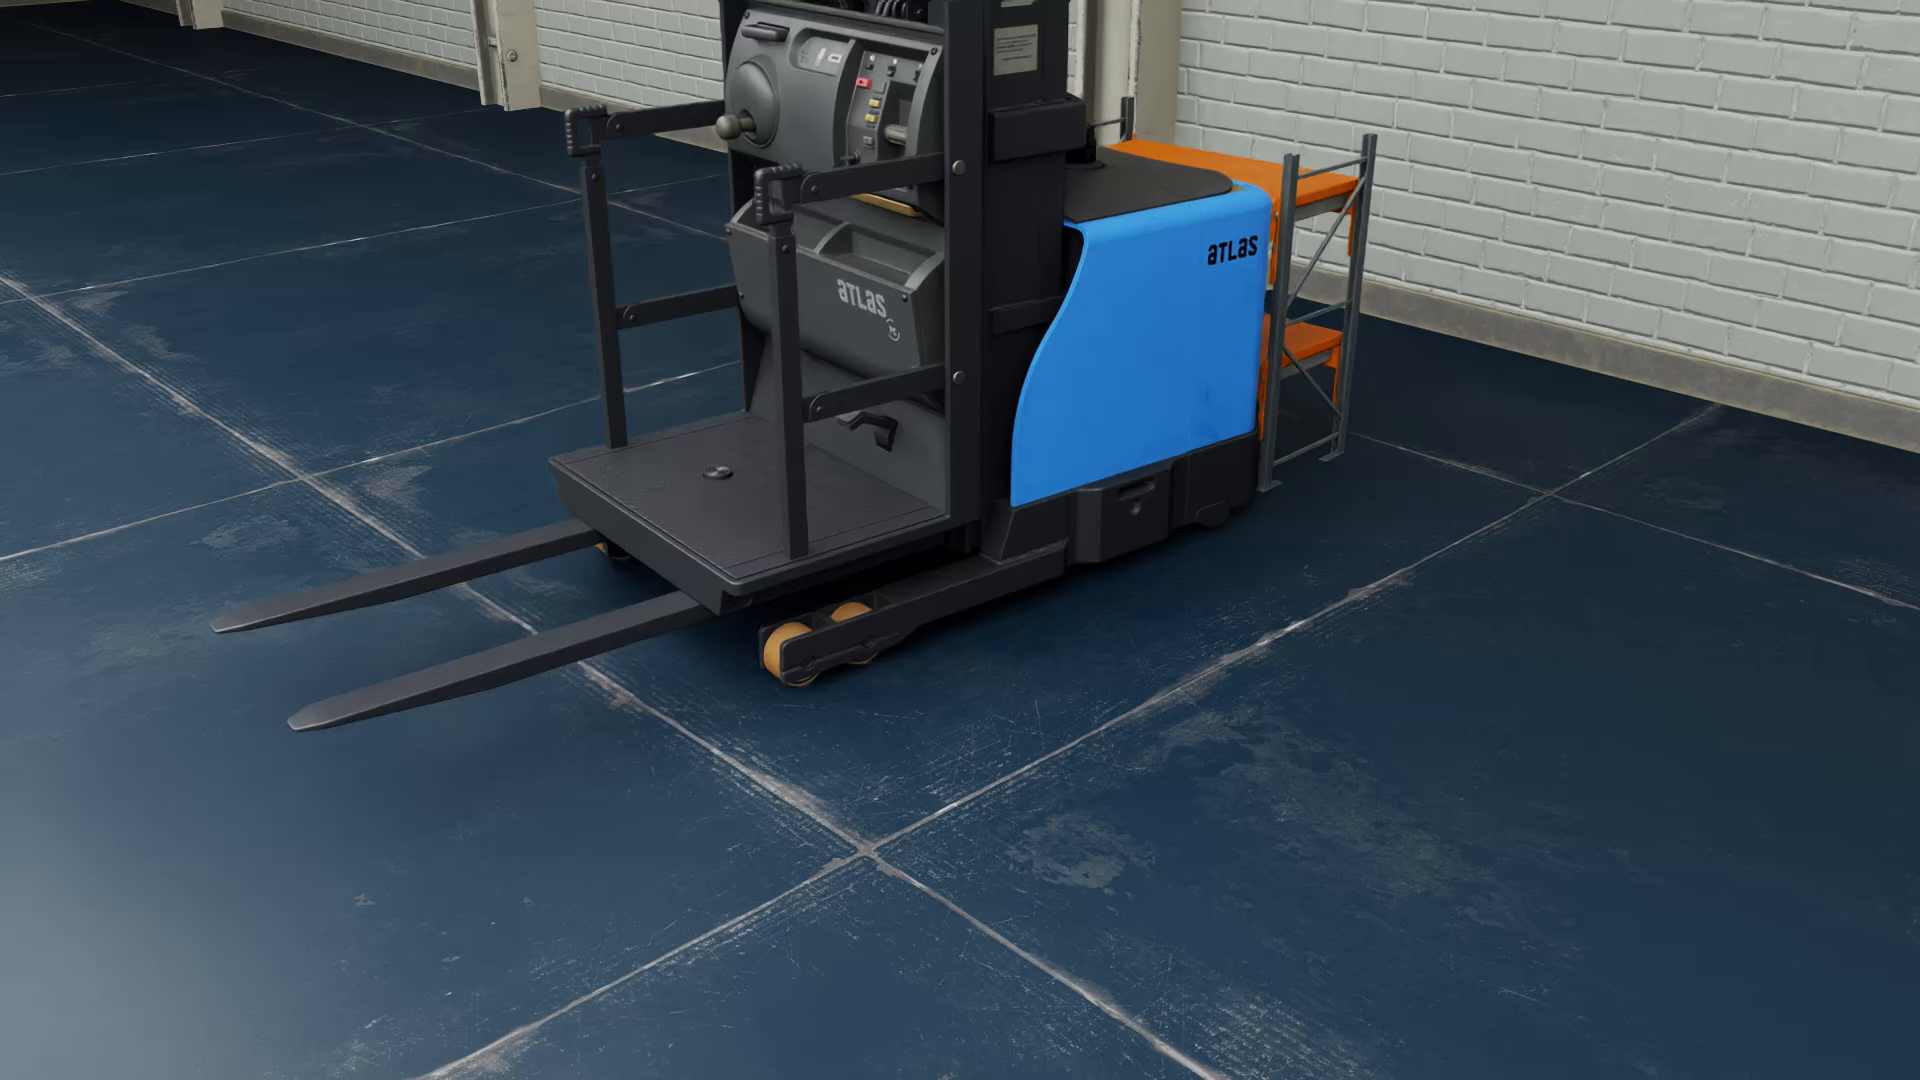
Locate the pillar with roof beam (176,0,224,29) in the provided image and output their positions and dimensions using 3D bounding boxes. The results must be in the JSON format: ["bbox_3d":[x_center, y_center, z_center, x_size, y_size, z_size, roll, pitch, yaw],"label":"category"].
[{"bbox_3d":[-10.550,-7.908,11.742,9.100,9.000,0.400,-21,32,-38],"label":"pillar with roof beam"}]

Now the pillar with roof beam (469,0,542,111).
[{"bbox_3d":[-6.449,-6.090,7.758,9.100,9.000,0.400,-21,32,-38],"label":"pillar with roof beam"}]

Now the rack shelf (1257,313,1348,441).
[{"bbox_3d":[0.821,-0.675,5.961,1.000,0.278,0.538,22,32,39],"label":"rack shelf"}]

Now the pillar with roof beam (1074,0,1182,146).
[{"bbox_3d":[-2.348,-4.272,3.773,9.100,9.000,0.400,-21,32,-38],"label":"pillar with roof beam"}]

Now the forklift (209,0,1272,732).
[{"bbox_3d":[-0.519,-1.194,4.336,3.031,2.935,1.130,-18,30,-34],"label":"forklift"}]

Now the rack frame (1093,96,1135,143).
[{"bbox_3d":[0.456,-1.044,6.181,0.032,1.125,0.500,22,32,39],"label":"rack frame"}]

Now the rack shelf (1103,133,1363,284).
[{"bbox_3d":[0.822,-1.164,5.739,1.000,0.278,0.538,22,32,39],"label":"rack shelf"}]

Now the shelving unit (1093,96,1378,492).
[{"bbox_3d":[0.821,-0.897,5.860,1.048,1.125,0.538,22,32,39],"label":"shelving unit"}]

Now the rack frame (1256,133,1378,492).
[{"bbox_3d":[1.187,-0.751,5.538,0.032,1.125,0.500,22,32,39],"label":"rack frame"}]
